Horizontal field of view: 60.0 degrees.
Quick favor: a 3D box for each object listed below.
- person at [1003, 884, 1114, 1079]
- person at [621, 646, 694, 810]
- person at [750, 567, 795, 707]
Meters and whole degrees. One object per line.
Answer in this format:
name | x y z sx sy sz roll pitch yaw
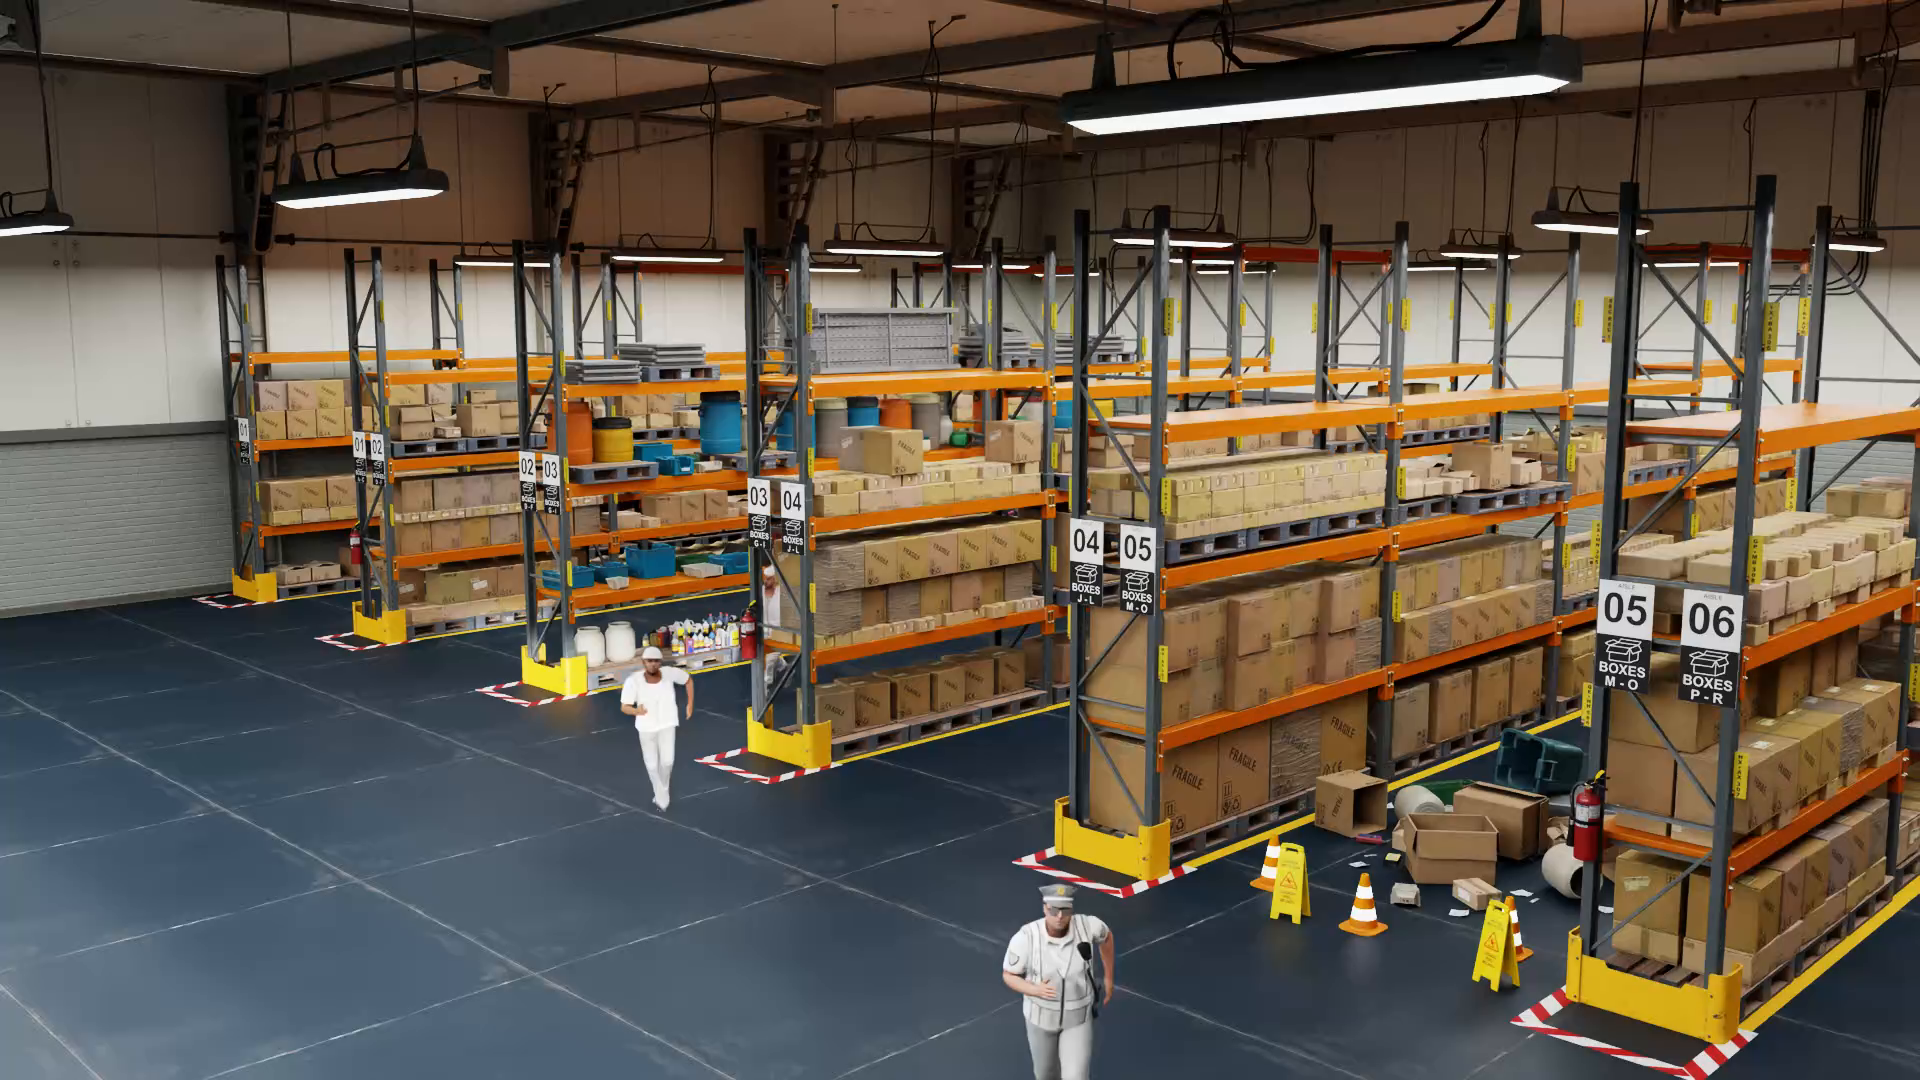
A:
person | 0.598 2.897 10.058 0.687 1.831 0.877 0 8 0
person | -3.064 1.904 16.899 0.739 1.710 0.779 -2 8 -11
person | -2.424 1.220 21.655 0.686 1.780 1.050 3 9 23
